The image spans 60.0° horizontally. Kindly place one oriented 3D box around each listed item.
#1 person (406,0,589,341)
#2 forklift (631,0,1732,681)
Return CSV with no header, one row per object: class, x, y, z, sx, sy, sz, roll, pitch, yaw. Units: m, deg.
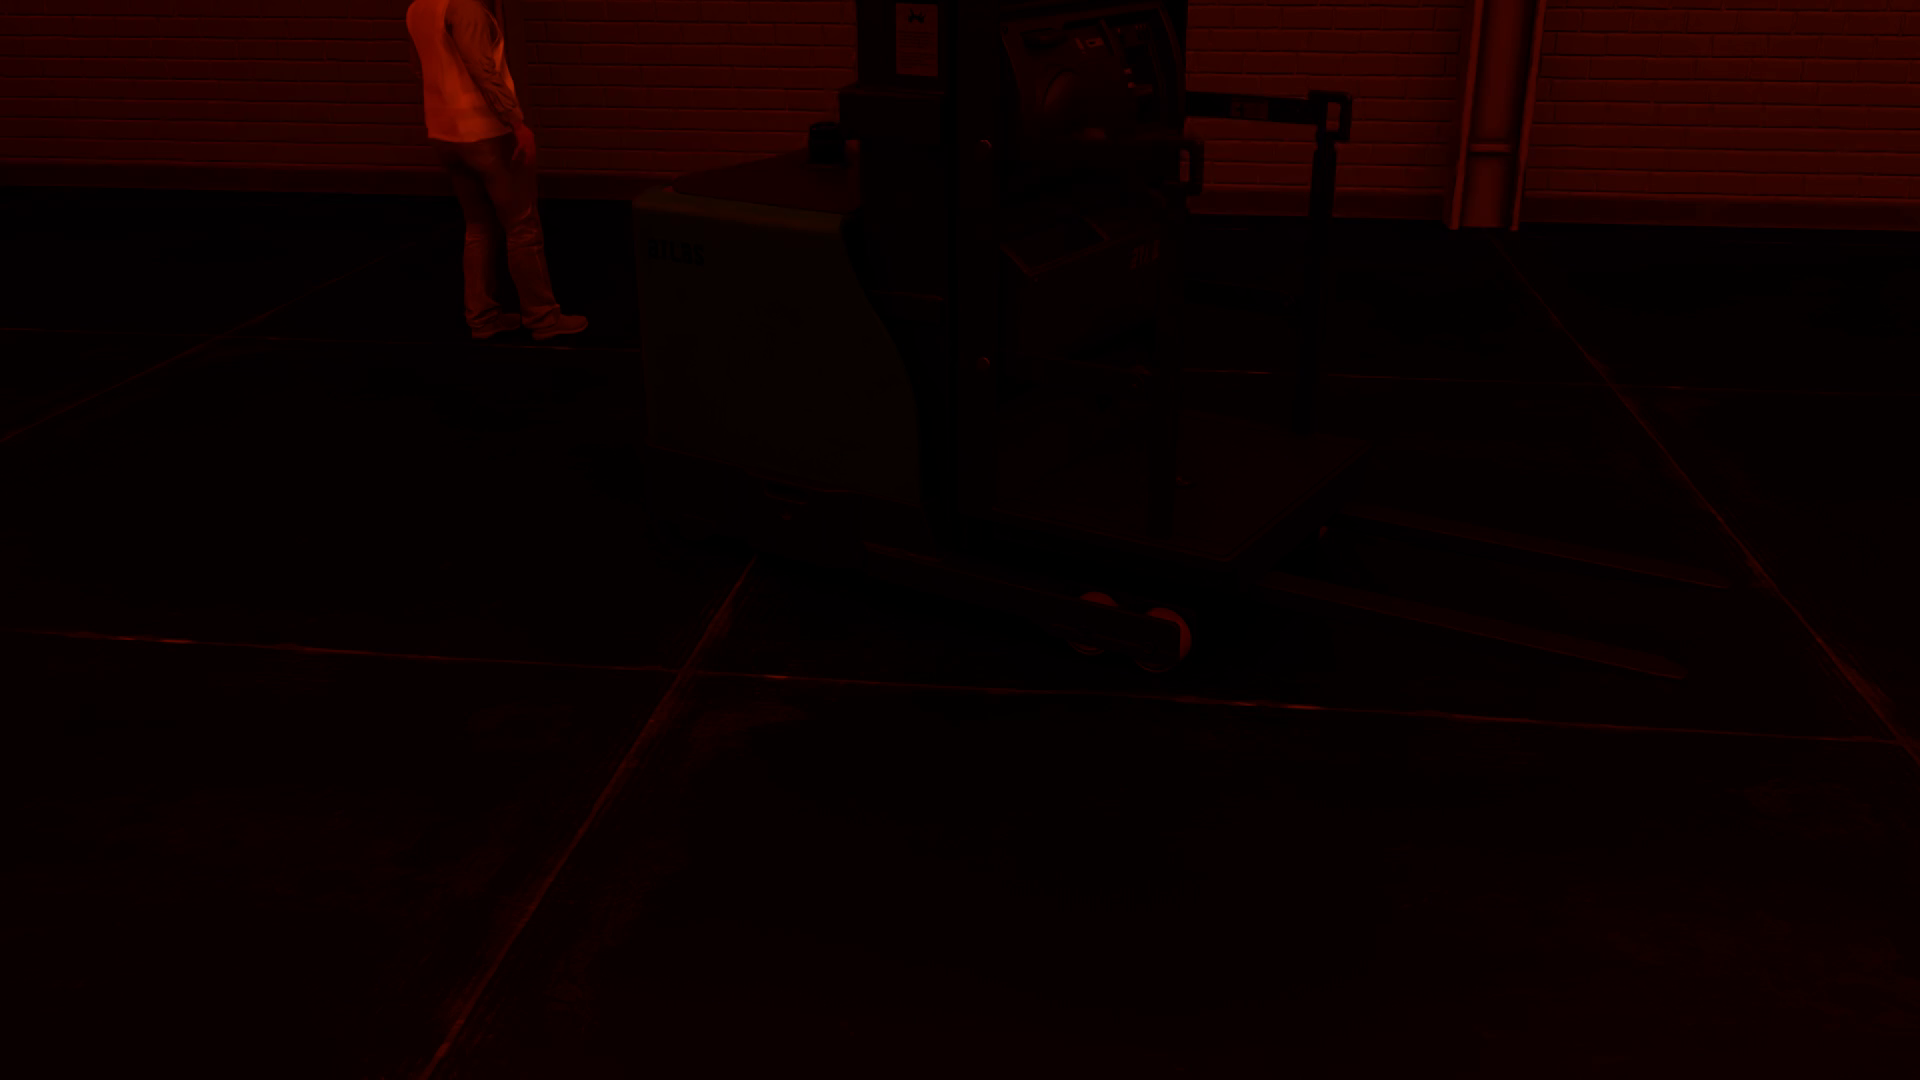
person,-2.014,-1.758,7.169,0.688,1.774,0.544,18,28,37
forklift,0.544,-1.241,4.335,3.031,2.935,1.130,13,25,30
